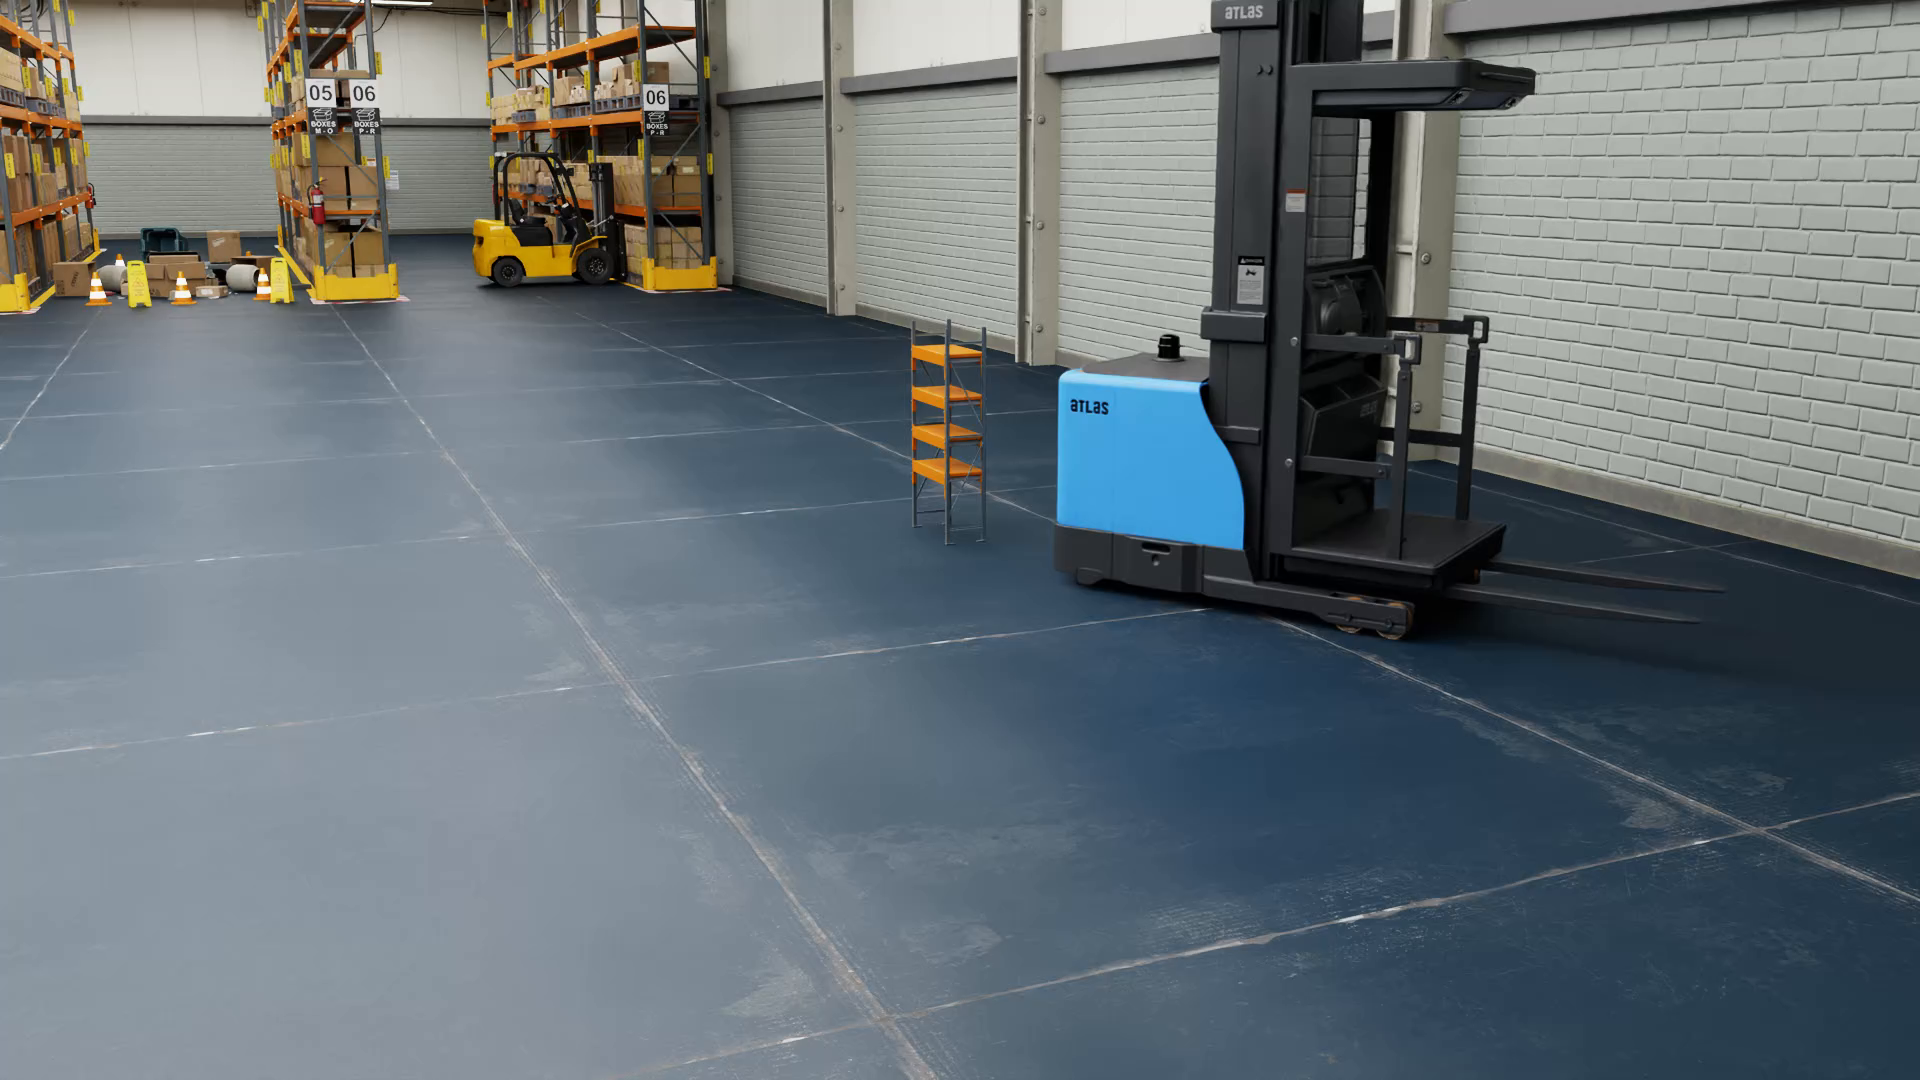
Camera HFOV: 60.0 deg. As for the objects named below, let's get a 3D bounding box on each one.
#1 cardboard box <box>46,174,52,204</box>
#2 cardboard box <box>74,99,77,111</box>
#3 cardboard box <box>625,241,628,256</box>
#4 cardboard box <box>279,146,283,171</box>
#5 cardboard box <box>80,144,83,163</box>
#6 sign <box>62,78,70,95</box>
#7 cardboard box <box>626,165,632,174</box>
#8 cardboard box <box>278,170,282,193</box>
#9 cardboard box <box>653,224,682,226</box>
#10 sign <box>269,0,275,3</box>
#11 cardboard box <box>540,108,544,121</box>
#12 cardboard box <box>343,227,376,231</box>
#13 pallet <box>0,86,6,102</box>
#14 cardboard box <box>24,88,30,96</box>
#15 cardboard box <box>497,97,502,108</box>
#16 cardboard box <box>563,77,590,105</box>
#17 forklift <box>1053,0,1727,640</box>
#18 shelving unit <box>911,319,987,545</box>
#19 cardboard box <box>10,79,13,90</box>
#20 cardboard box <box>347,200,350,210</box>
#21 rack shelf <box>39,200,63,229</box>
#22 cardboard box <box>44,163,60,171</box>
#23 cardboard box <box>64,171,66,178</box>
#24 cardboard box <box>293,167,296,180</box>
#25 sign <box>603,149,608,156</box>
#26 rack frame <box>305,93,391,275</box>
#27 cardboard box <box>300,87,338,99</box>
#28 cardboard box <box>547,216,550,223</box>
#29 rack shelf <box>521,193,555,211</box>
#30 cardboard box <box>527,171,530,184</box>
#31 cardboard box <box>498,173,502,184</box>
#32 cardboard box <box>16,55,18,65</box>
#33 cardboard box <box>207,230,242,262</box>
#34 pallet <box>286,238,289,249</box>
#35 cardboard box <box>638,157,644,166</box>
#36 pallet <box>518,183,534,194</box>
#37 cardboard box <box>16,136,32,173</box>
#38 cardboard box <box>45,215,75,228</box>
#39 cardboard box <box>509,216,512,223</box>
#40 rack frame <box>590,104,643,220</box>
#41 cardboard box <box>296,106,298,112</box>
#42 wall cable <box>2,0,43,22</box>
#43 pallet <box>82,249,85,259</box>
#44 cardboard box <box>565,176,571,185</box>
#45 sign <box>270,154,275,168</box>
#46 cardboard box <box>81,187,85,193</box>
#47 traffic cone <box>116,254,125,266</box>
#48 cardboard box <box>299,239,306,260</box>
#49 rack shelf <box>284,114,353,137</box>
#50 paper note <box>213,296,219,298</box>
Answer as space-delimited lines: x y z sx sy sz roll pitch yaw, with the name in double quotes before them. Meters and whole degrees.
"cardboard box" -15.768 -5.966 28.275 0.500 0.500 0.500 -5 14 -22
"cardboard box" -19.383 -9.405 35.927 0.500 0.250 0.500 -6 14 -24
"cardboard box" -5.454 -4.953 28.176 0.500 0.250 0.500 -6 14 -24
"cardboard box" -13.996 -8.012 34.895 0.500 0.500 0.500 -5 14 -22
"cardboard box" -19.392 -8.455 36.151 0.500 0.500 0.500 -6 14 -25
"sign" -17.897 -9.081 33.281 0.100 0.325 0.005 -6 14 -23
"cardboard box" -5.368 -6.186 27.786 0.380 0.149 0.250 -6 14 -25
"cardboard box" -14.755 -7.923 36.727 0.500 0.500 0.500 -6 14 -24
"cardboard box" -4.969 -5.238 28.300 0.500 0.250 0.500 -6 14 -23
"sign" -12.814 -10.170 30.934 0.100 0.325 0.005 -6 14 -23
"cardboard box" -8.390 -8.792 34.384 0.500 0.250 0.500 -6 14 -23
"cardboard box" -9.811 -4.862 27.229 0.500 0.500 0.500 -5 14 -20
"pallet" -13.904 -6.216 23.120 1.003 0.211 1.213 -6 14 -23
"cardboard box" -15.523 -7.377 27.344 0.380 0.149 0.250 -6 14 -23
"cardboard box" -10.617 -10.321 39.225 0.500 0.250 0.500 -6 14 -24
"cardboard box" -7.286 -8.597 31.835 0.500 0.500 0.500 -5 14 -22
"forklift" 1.985 -1.118 7.700 3.031 2.935 1.130 8 15 32
"shelving unit" -0.066 -0.619 9.382 0.258 1.200 0.503 -6 14 -23
"cardboard box" -14.149 -6.703 24.430 0.380 0.149 0.250 -6 14 -23
"cardboard box" -9.163 -5.131 25.444 0.380 0.149 0.250 -5 14 -22
"rack shelf" -16.001 -5.535 28.227 1.077 0.370 4.000 -6 14 -23
"cardboard box" -17.654 -7.217 32.208 0.380 0.149 0.250 -6 14 -25
"cardboard box" -18.064 -7.288 33.171 0.380 0.149 0.250 -5 14 -21
"cardboard box" -12.123 -6.944 30.906 0.500 0.500 0.500 -5 14 -20
"sign" -7.253 -7.830 33.983 0.100 0.325 0.005 -6 14 -23
"rack frame" -9.102 -5.114 24.812 1.000 3.000 0.127 -6 14 -23
"cardboard box" -9.742 -6.833 25.263 0.500 0.250 0.500 -6 14 -24
"cardboard box" -8.557 -6.820 35.357 0.380 0.149 0.250 -6 14 -24
"rack shelf" -8.561 -7.278 35.760 1.077 0.370 4.000 -6 14 -23
"cardboard box" -9.158 -7.859 36.042 0.396 0.266 0.258 -5 14 -20
"cardboard box" -10.828 -8.718 40.058 0.500 0.250 0.500 -5 14 -22
"cardboard box" -14.660 -7.354 25.474 0.380 0.149 0.250 -6 14 -23
"cardboard box" -12.323 -4.924 27.857 0.500 0.500 0.500 -6 14 -23
"pallet" -15.119 -6.902 38.726 1.003 0.211 1.213 -6 14 -23
"cardboard box" -5.019 -6.175 27.080 0.380 0.149 0.250 -6 14 -23
"pallet" -9.142 -7.773 36.730 1.003 0.211 1.213 -6 14 -23
"cardboard box" -14.756 -5.889 25.433 0.875 0.550 0.550 -6 14 -23
"cardboard box" -17.680 -6.239 32.621 0.500 0.250 0.500 -5 14 -20
"cardboard box" -10.380 -7.422 39.397 0.500 0.500 0.500 -5 14 -22
"rack frame" -6.158 -6.389 30.323 1.000 3.000 0.127 -6 14 -23
"cardboard box" -10.753 -7.133 27.442 0.380 0.149 0.250 -6 14 -23
"wall cable" -23.699 -13.494 40.580 2.277 5.999 0.120 -6 14 -23
"pallet" -18.706 -5.902 34.402 1.003 0.211 1.213 -6 14 -23
"cardboard box" -7.414 -7.059 32.441 0.500 0.250 0.500 -6 14 -24
"sign" -16.022 -8.831 38.777 0.100 0.325 0.005 -6 14 -23
"cardboard box" -19.314 -7.631 36.247 0.380 0.149 0.250 -5 14 -21
"traffic cone" -14.353 -4.650 28.433 0.336 0.463 0.334 -6 14 -23
"cardboard box" -11.787 -5.421 31.038 0.950 0.372 0.625 -6 14 -24
"rack shelf" -11.506 -7.464 29.911 1.077 0.370 4.000 -6 14 -23
"paper note" -11.305 -3.683 25.214 0.148 0.019 0.142 -12 18 -42
